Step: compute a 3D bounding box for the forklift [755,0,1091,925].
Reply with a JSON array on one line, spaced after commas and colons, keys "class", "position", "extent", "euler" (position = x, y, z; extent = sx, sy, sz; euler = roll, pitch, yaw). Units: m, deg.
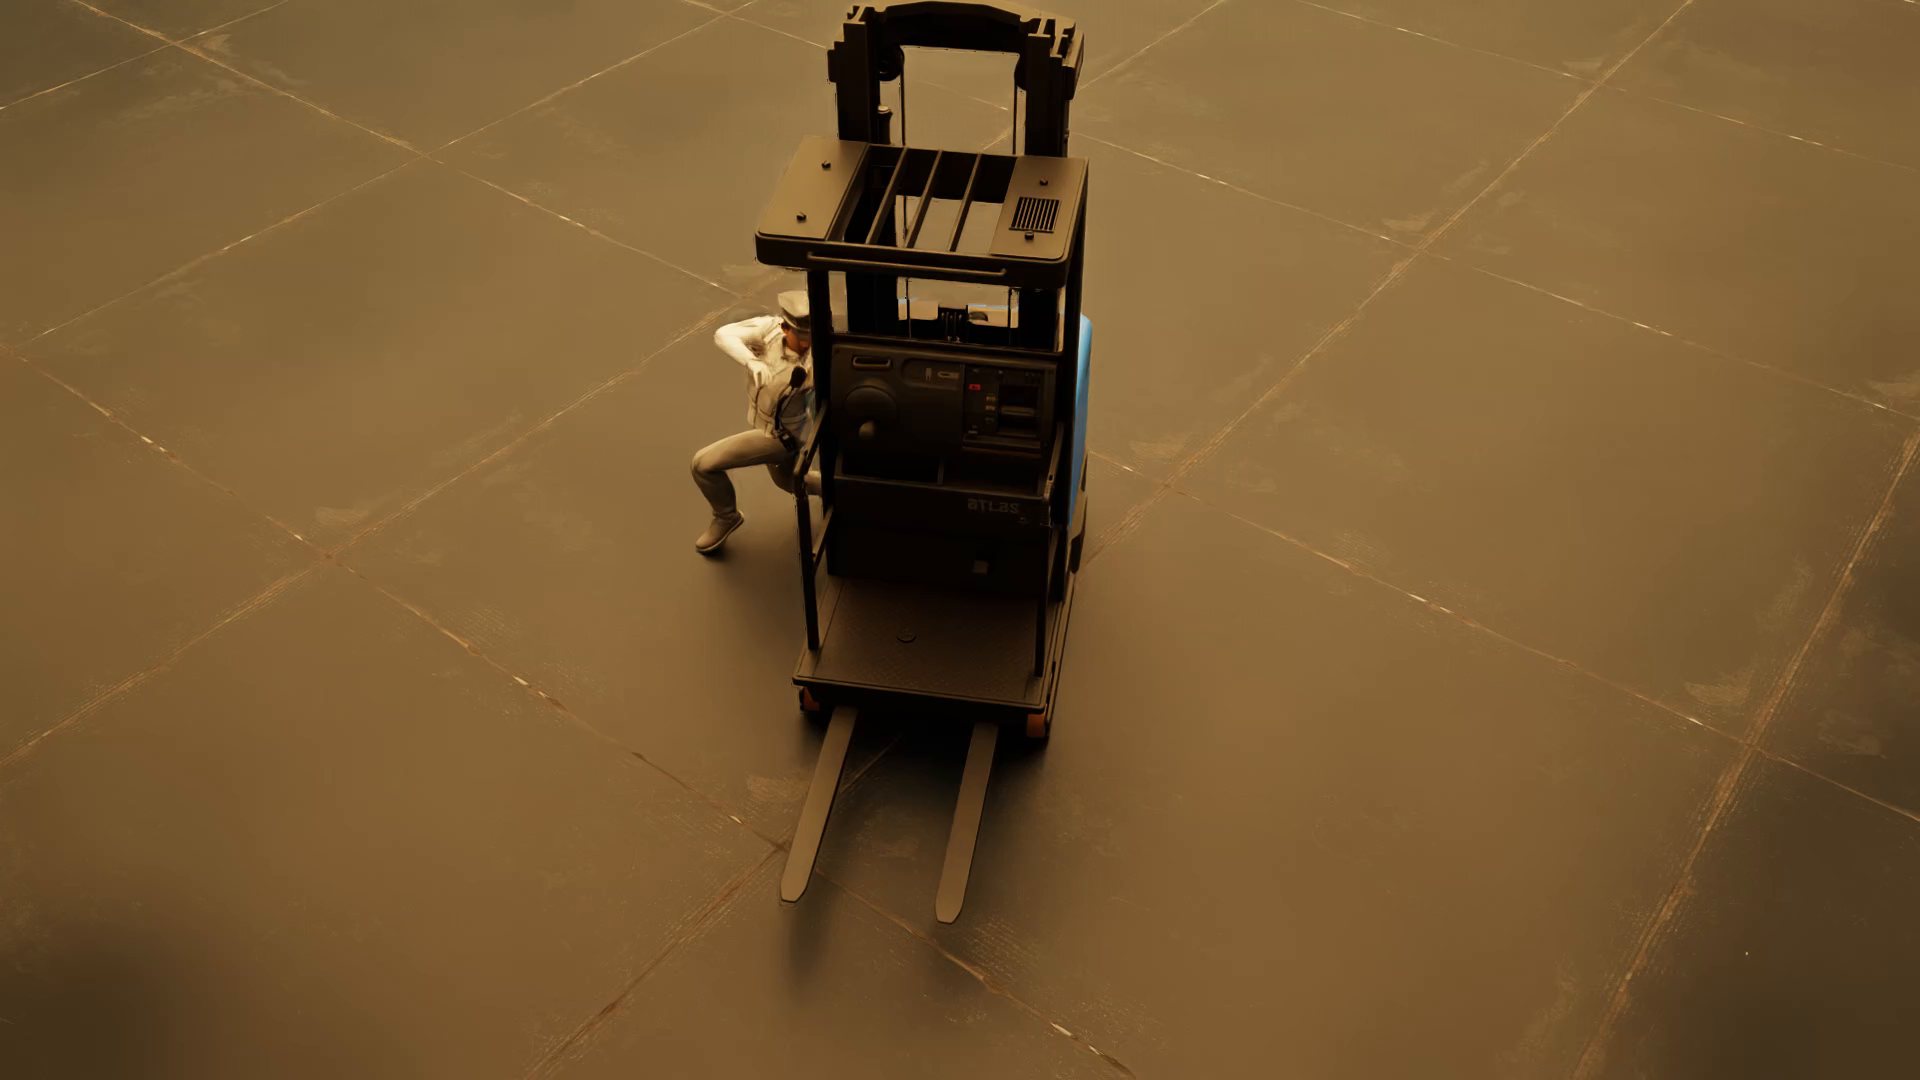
[{"class": "forklift", "position": [-0.110, -0.499, 6.659], "extent": [1.121, 2.935, 3.031], "euler": [6, 41, 7]}]

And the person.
[{"class": "person", "position": [-0.785, -0.461, 7.812], "extent": [0.953, 1.378, 0.823], "euler": [-16, 43, -18]}]
